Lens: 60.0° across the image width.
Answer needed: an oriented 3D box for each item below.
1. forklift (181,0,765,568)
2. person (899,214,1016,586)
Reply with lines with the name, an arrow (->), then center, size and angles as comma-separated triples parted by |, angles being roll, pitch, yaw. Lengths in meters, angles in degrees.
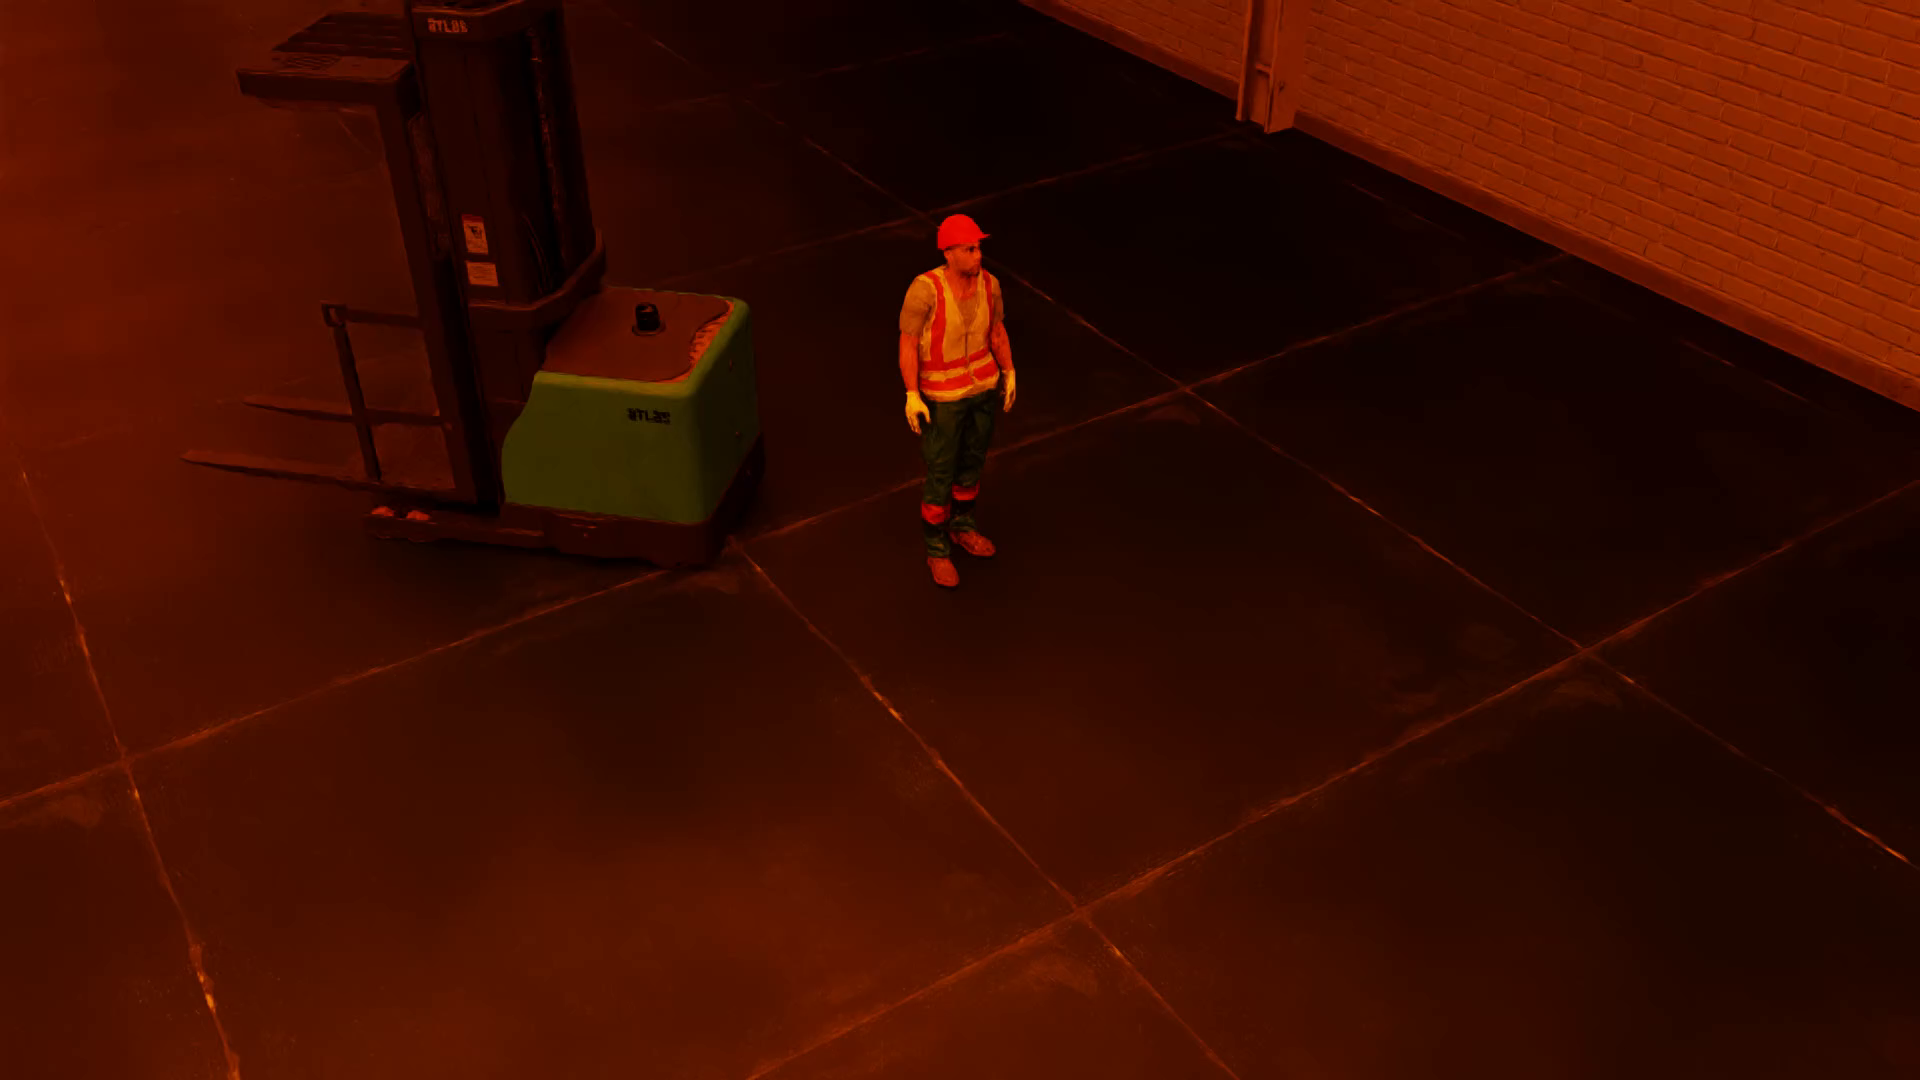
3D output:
forklift -> -2.642, -1.475, 8.247 | 3.031, 2.935, 1.130 | 7, 36, 9
person -> 0.035, -0.696, 8.119 | 0.637, 1.787, 0.563 | -21, 40, -27
